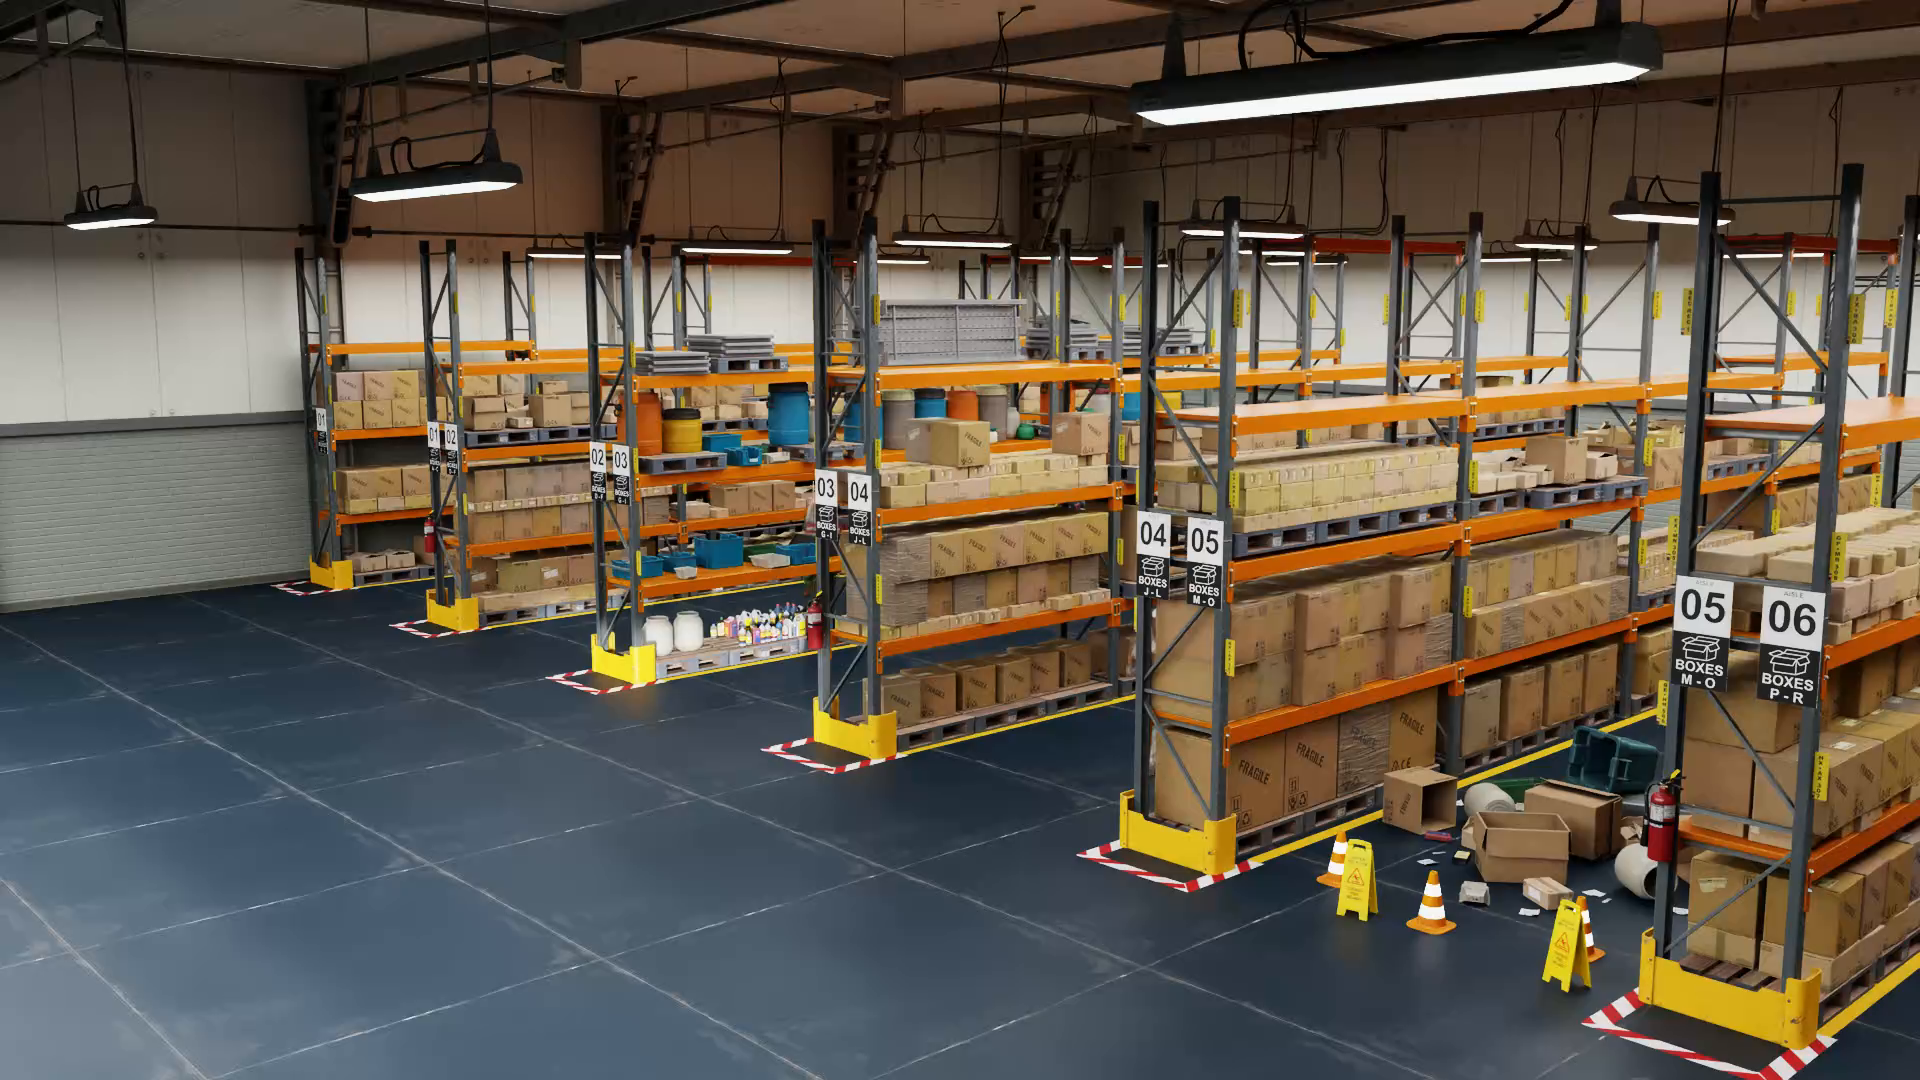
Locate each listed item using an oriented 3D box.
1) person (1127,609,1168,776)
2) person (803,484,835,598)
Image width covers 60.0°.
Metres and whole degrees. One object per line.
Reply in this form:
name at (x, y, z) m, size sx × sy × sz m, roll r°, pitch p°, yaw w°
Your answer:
person at (2.156, 1.623, 18.172) m, size 0.685 × 1.778 × 0.971 m, roll 5°, pitch 10°, yaw 32°
person at (-2.359, -0.005, 27.394) m, size 0.646 × 1.897 × 0.747 m, roll 5°, pitch 10°, yaw 30°
